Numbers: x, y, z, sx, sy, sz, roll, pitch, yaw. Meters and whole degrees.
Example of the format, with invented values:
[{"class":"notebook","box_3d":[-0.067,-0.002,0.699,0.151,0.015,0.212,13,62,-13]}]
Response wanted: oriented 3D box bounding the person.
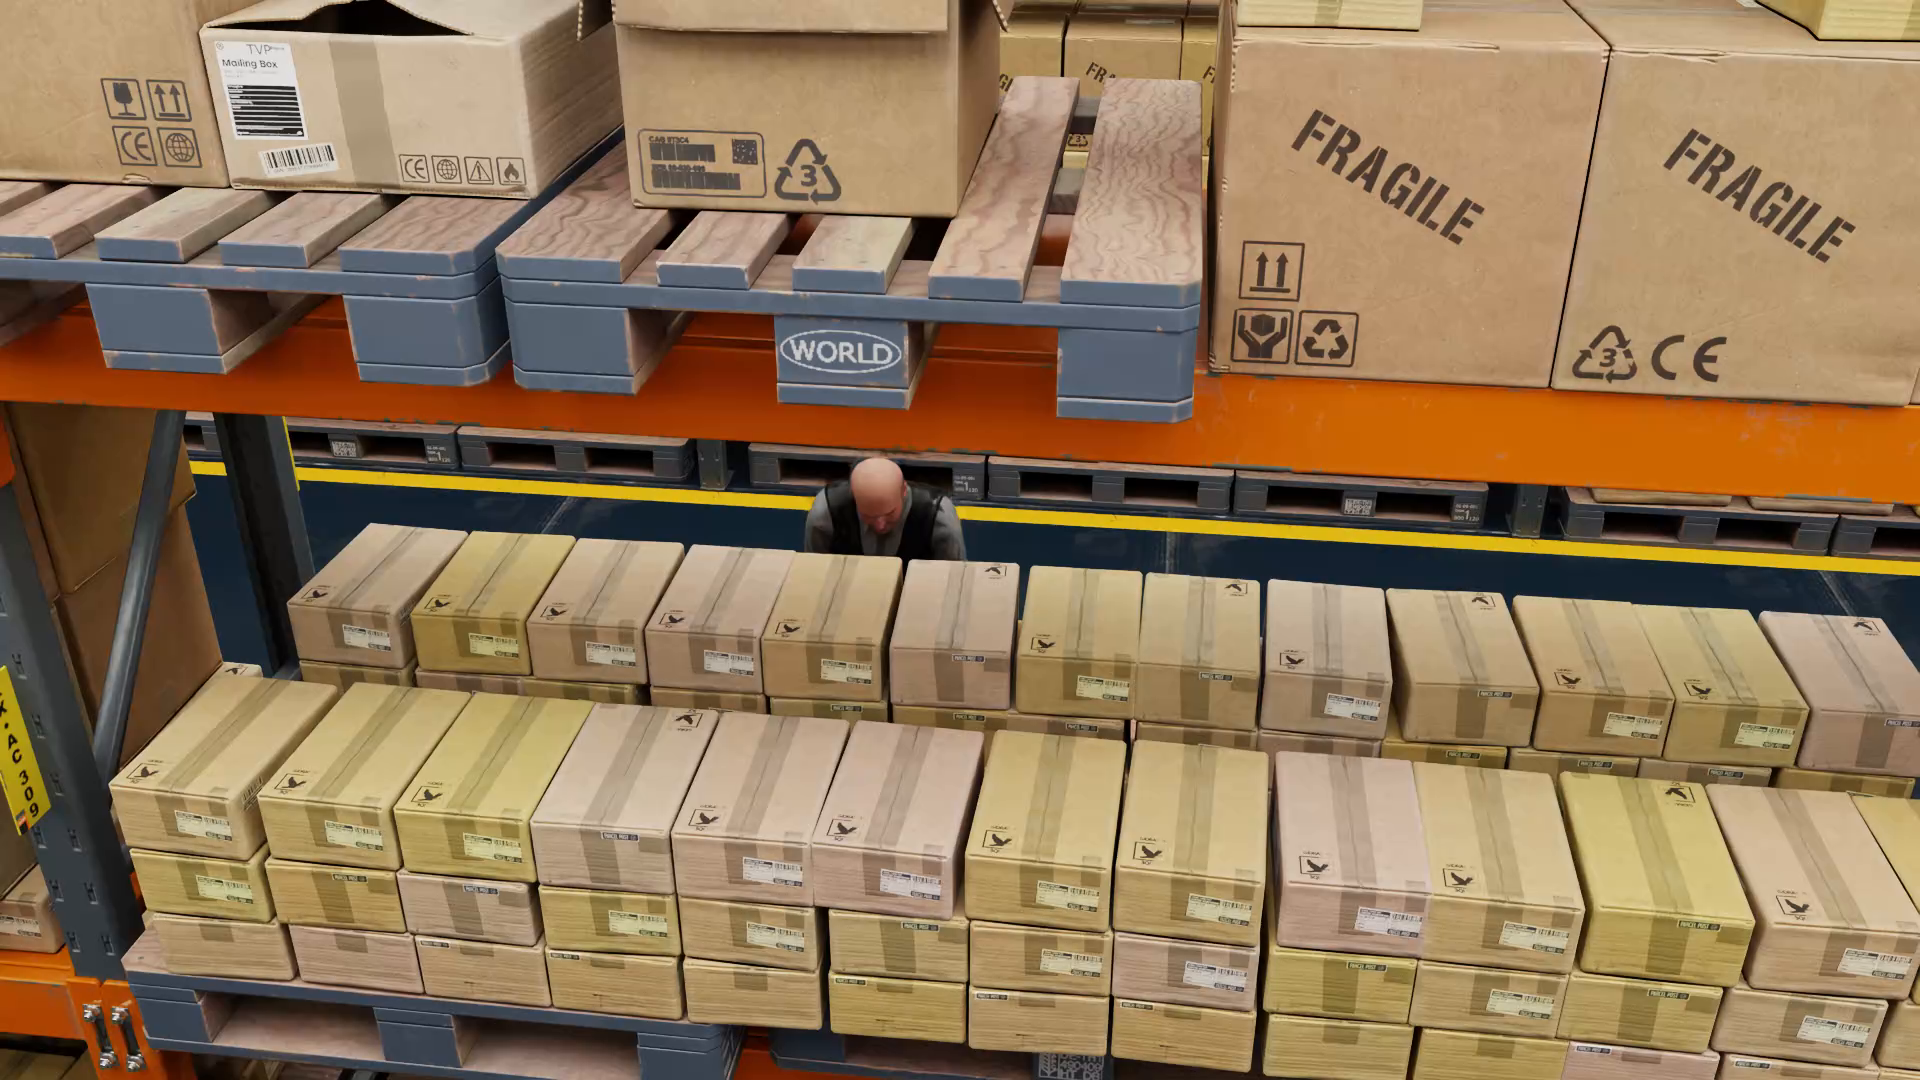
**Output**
[{"class":"person","box_3d":[-0.240,0.331,5.736,0.586,1.537,0.602,4,28,7]}]
